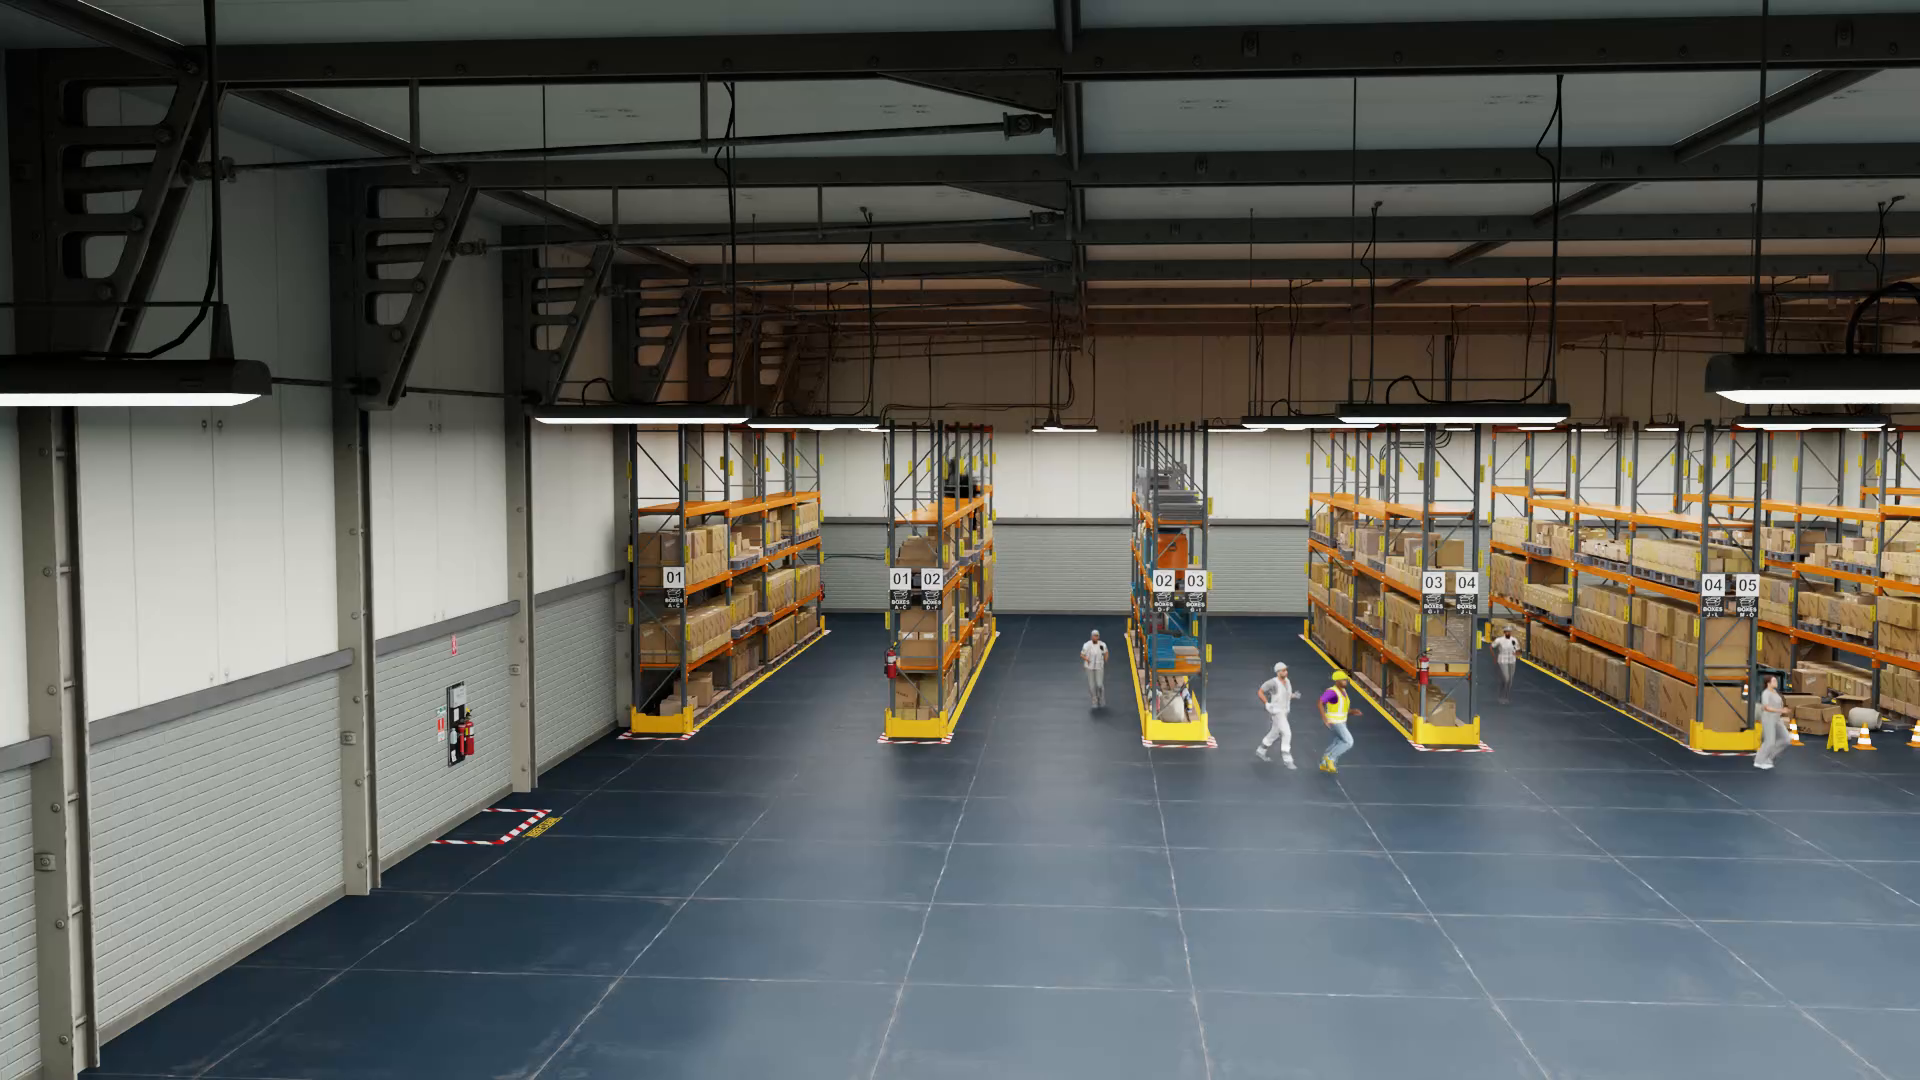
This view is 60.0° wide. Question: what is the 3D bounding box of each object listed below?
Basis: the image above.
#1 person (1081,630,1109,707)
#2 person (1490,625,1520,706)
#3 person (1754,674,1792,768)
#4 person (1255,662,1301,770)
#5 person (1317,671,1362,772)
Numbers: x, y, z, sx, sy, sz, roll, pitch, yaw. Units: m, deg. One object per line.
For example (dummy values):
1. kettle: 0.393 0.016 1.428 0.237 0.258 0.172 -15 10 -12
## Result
1. person: 2.815 2.699 34.792 0.584 1.632 0.581 0 4 5
2. person: 11.592 2.651 35.268 0.544 1.738 0.724 0 4 -5
3. person: 13.857 3.100 28.329 0.558 1.622 0.607 -3 4 -36
4. person: 5.501 3.013 28.685 0.856 1.836 0.624 3 5 39
5. person: 6.396 3.068 28.040 0.720 1.716 0.680 2 4 31
